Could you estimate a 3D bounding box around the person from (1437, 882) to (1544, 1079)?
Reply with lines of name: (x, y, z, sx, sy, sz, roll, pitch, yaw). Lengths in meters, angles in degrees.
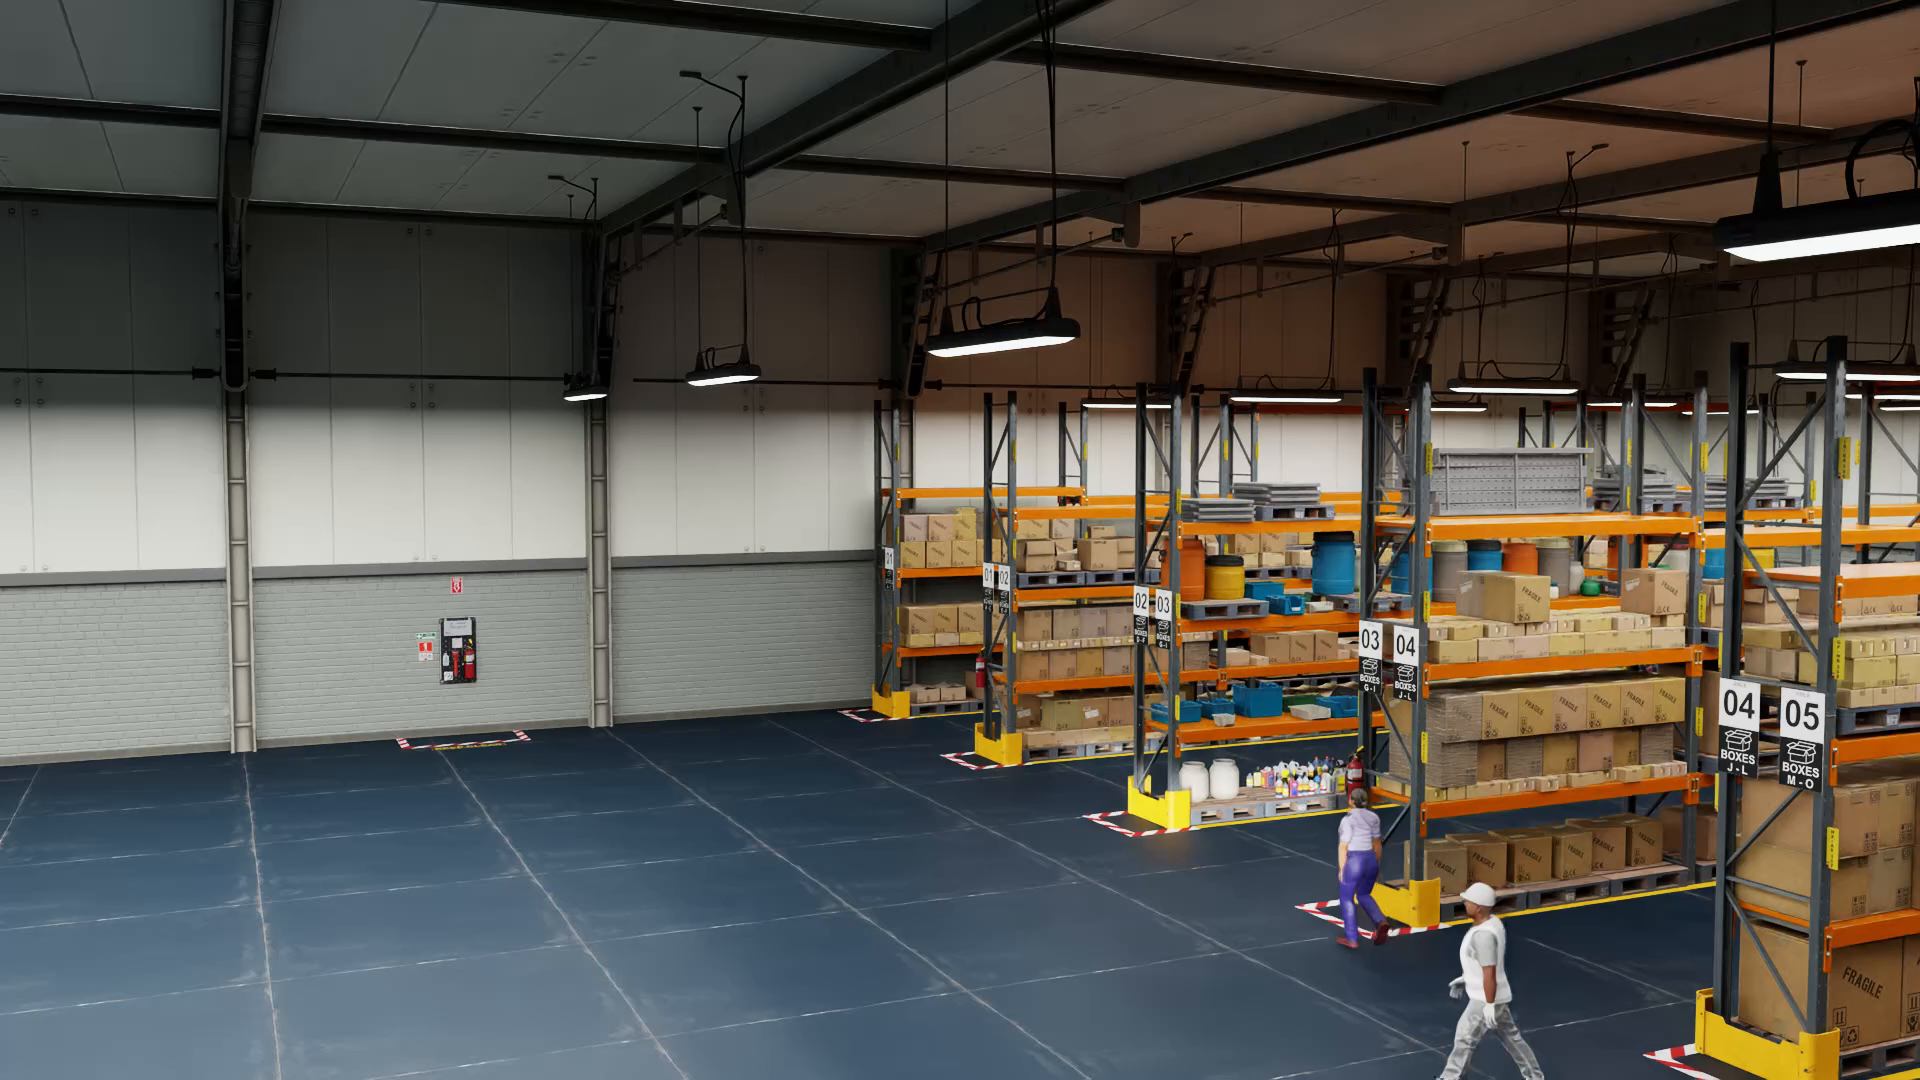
person: (4.032, 3.516, 12.937, 1.083, 1.714, 0.646, 1, 3, 10)

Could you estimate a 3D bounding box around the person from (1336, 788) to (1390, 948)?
person: (4.085, 3.340, 16.938, 0.494, 1.633, 0.555, -2, 4, -27)
